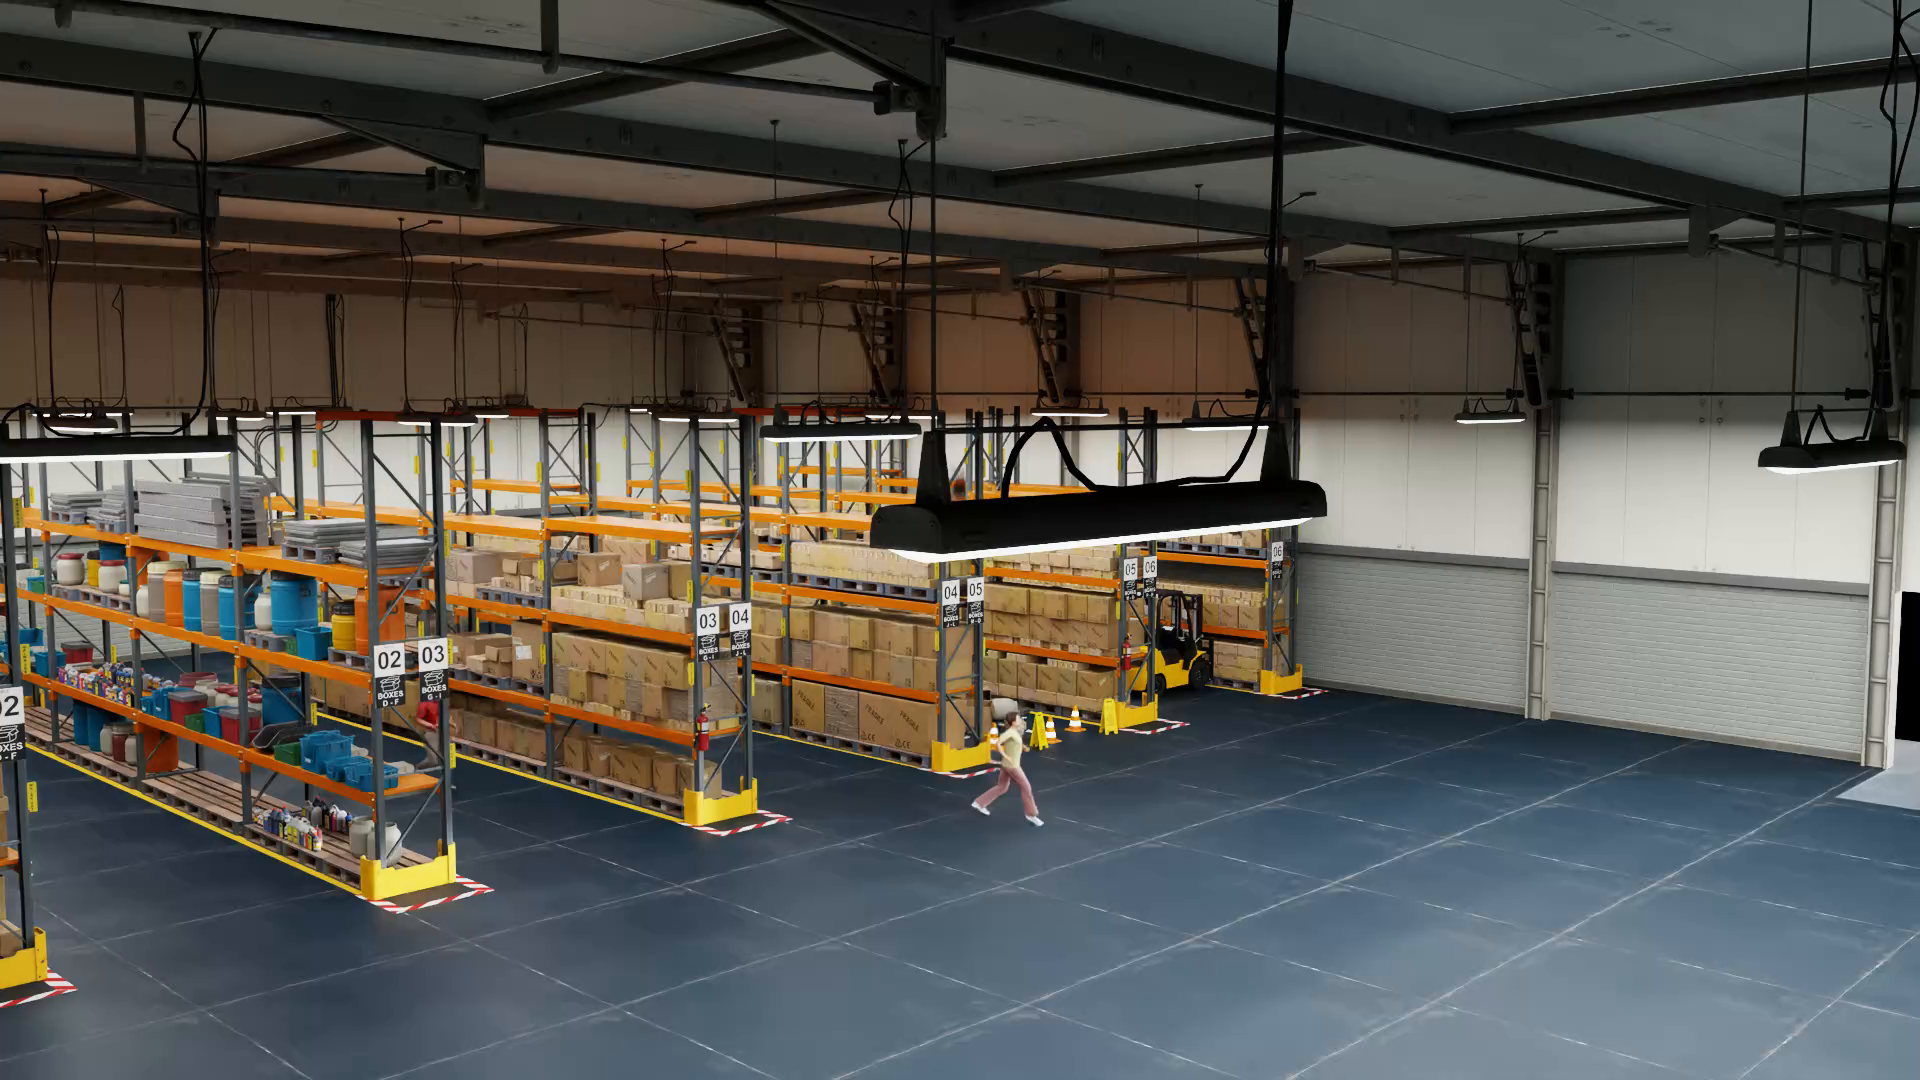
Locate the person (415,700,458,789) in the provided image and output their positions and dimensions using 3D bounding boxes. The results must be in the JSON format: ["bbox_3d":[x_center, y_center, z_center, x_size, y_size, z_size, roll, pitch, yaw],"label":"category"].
[{"bbox_3d":[-8.376,3.135,26.621,0.782,1.673,0.671,4,6,37],"label":"person"}]

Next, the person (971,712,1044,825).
[{"bbox_3d":[0.698,3.352,24.399,1.071,1.704,0.542,-1,5,-7],"label":"person"}]

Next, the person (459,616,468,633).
[{"bbox_3d":[-11.983,1.987,40.130,0.798,1.661,0.608,-3,6,-31],"label":"person"}]
